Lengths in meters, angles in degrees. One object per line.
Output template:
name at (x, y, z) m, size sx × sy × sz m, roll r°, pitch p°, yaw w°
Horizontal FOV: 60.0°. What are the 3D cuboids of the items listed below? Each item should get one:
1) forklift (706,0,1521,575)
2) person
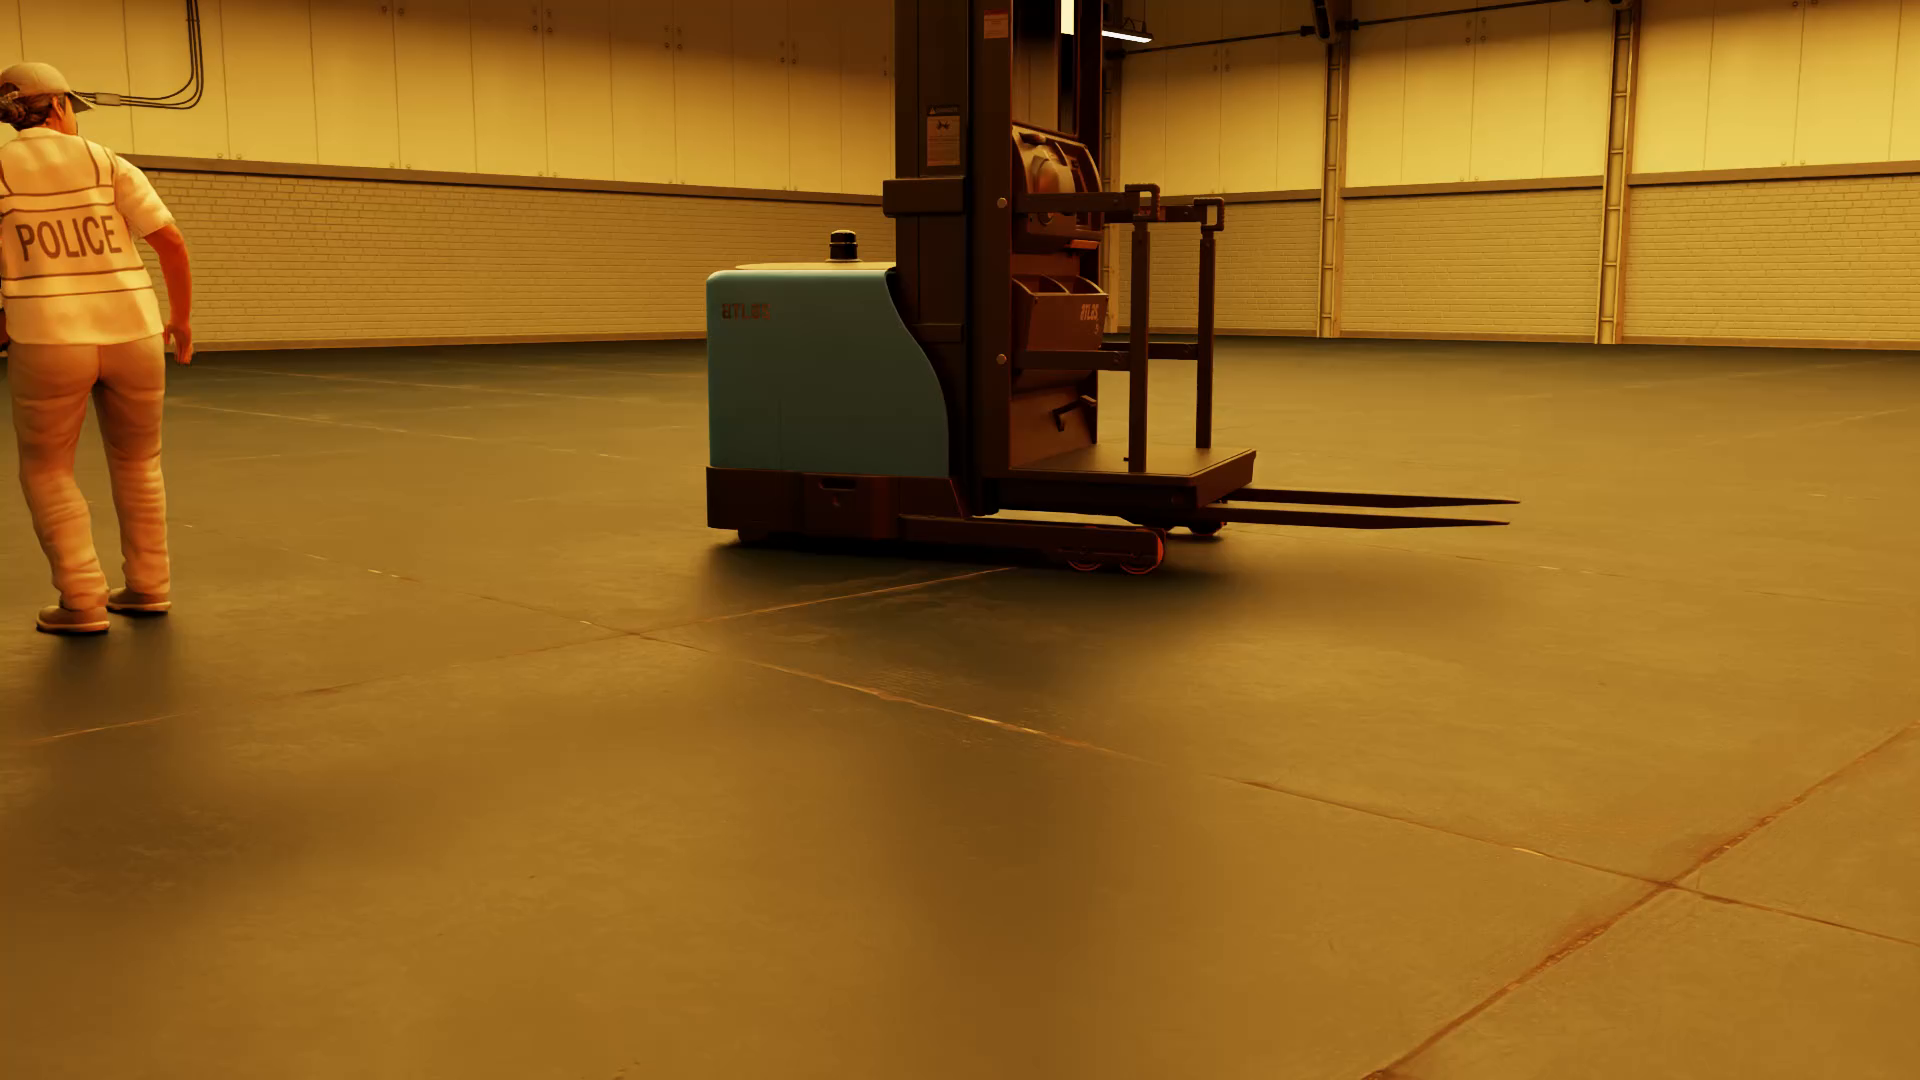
forklift at (0.565, -1.416, 6.275) m, size 3.031 × 2.935 × 1.130 m, roll 3°, pitch 9°, yaw 22°
person at (-2.644, -0.565, 4.939) m, size 0.681 × 1.653 × 0.516 m, roll -8°, pitch 12°, yaw -42°
